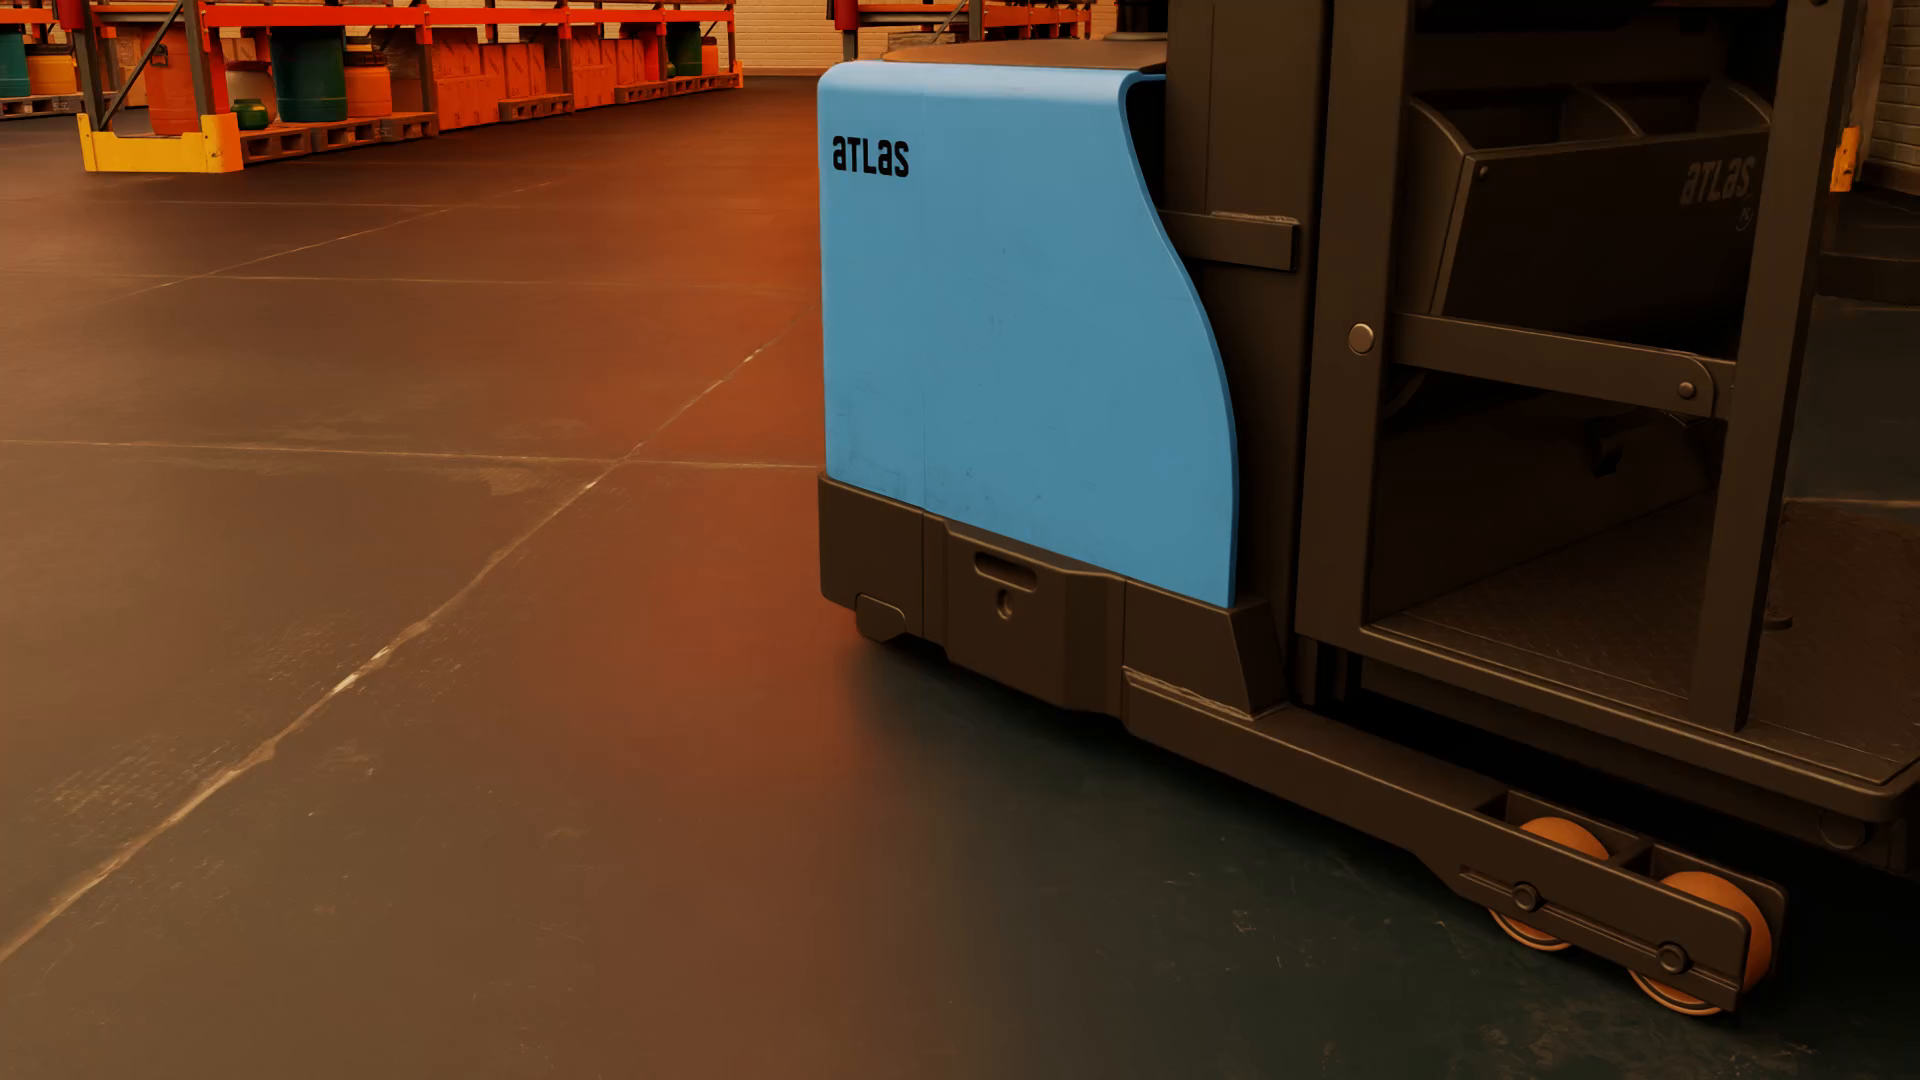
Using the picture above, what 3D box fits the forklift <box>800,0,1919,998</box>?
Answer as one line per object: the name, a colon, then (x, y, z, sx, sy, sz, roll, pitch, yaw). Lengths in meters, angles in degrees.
forklift: (1.046, -1.009, 2.152, 1.130, 2.935, 3.031, -15, 23, -39)
